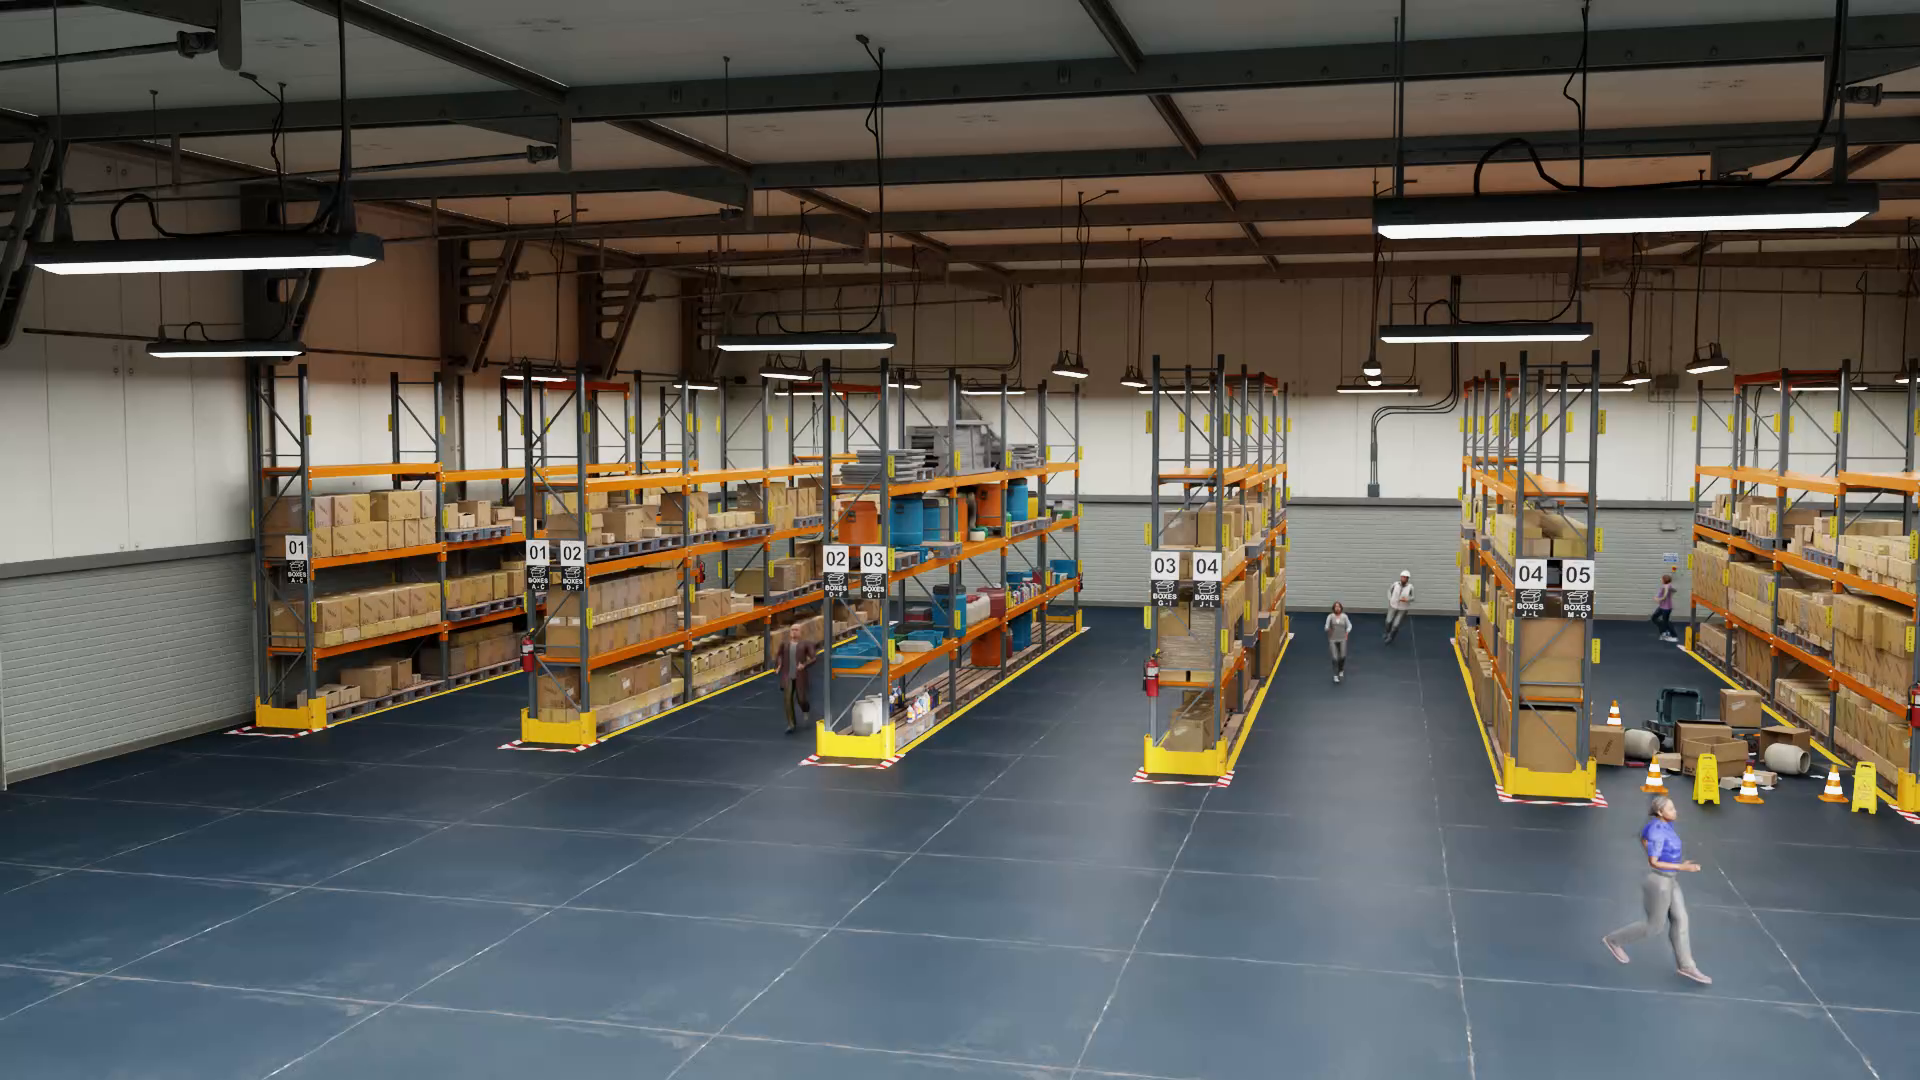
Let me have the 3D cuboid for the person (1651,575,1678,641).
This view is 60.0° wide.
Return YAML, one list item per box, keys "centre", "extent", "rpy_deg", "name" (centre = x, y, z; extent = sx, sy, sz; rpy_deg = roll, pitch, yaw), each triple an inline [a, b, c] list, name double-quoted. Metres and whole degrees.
- centre: [16.270, 1.571, 38.335]
  extent: [0.594, 1.568, 0.538]
  rpy_deg: [1, 4, 14]
  name: "person"

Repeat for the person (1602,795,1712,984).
- centre: [6.320, 3.090, 15.034]
  extent: [0.920, 1.580, 0.581]
  rpy_deg: [3, 5, 35]
  name: "person"

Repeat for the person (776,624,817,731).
- centre: [-2.719, 2.255, 27.351]
  extent: [0.716, 1.721, 0.769]
  rpy_deg: [1, 4, 10]
  name: "person"

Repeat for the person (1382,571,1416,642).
- centre: [10.035, 1.529, 38.069]
  extent: [0.757, 1.678, 0.574]
  rpy_deg: [2, 4, 22]
  name: "person"

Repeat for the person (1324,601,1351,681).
- centre: [7.342, 1.979, 32.298]
  extent: [0.520, 1.560, 0.570]
  rpy_deg: [1, 4, 11]
  name: "person"
